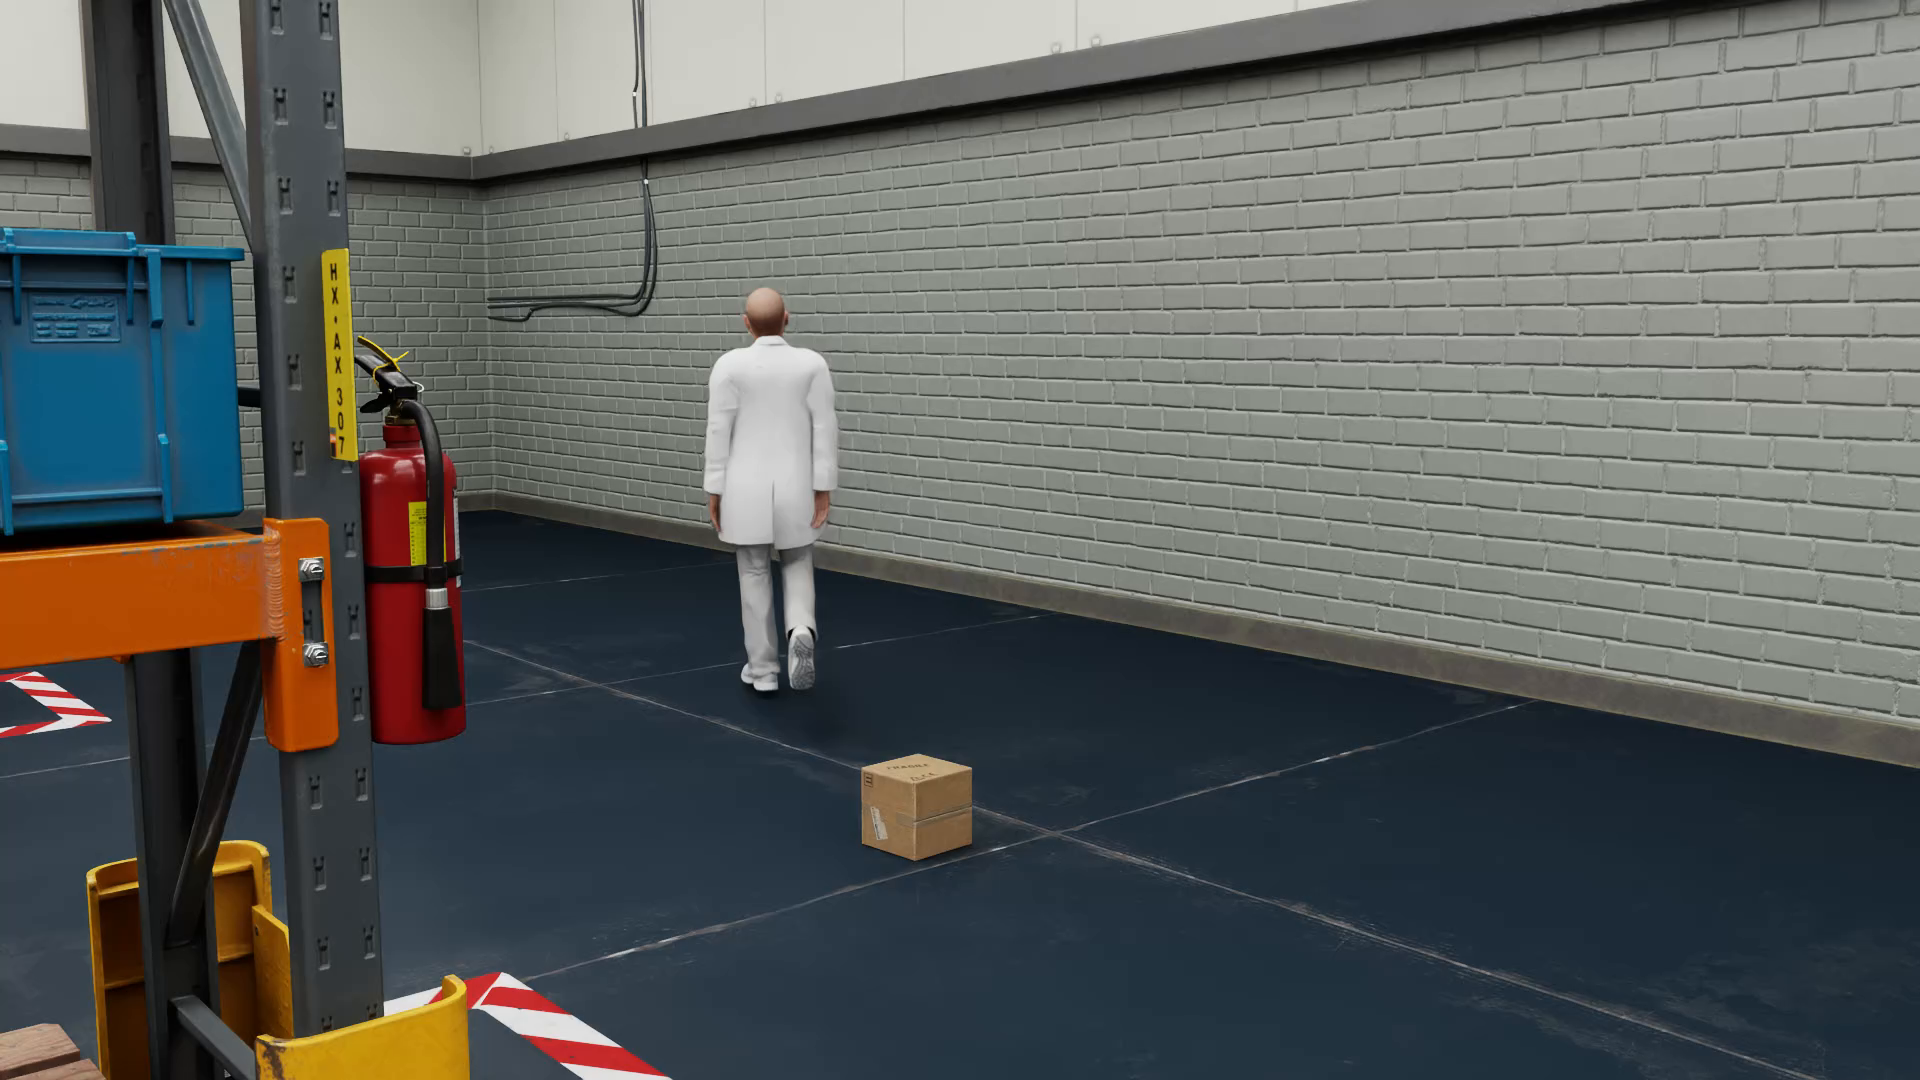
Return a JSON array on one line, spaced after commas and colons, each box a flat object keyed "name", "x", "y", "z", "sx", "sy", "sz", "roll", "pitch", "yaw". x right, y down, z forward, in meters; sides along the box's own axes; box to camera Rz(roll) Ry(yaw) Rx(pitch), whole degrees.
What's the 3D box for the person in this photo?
[{"name": "person", "x": -0.834, "y": -0.214, "z": 7.327, "sx": 0.581, "sy": 1.775, "sz": 0.554, "roll": -2, "pitch": 8, "yaw": -16}]
